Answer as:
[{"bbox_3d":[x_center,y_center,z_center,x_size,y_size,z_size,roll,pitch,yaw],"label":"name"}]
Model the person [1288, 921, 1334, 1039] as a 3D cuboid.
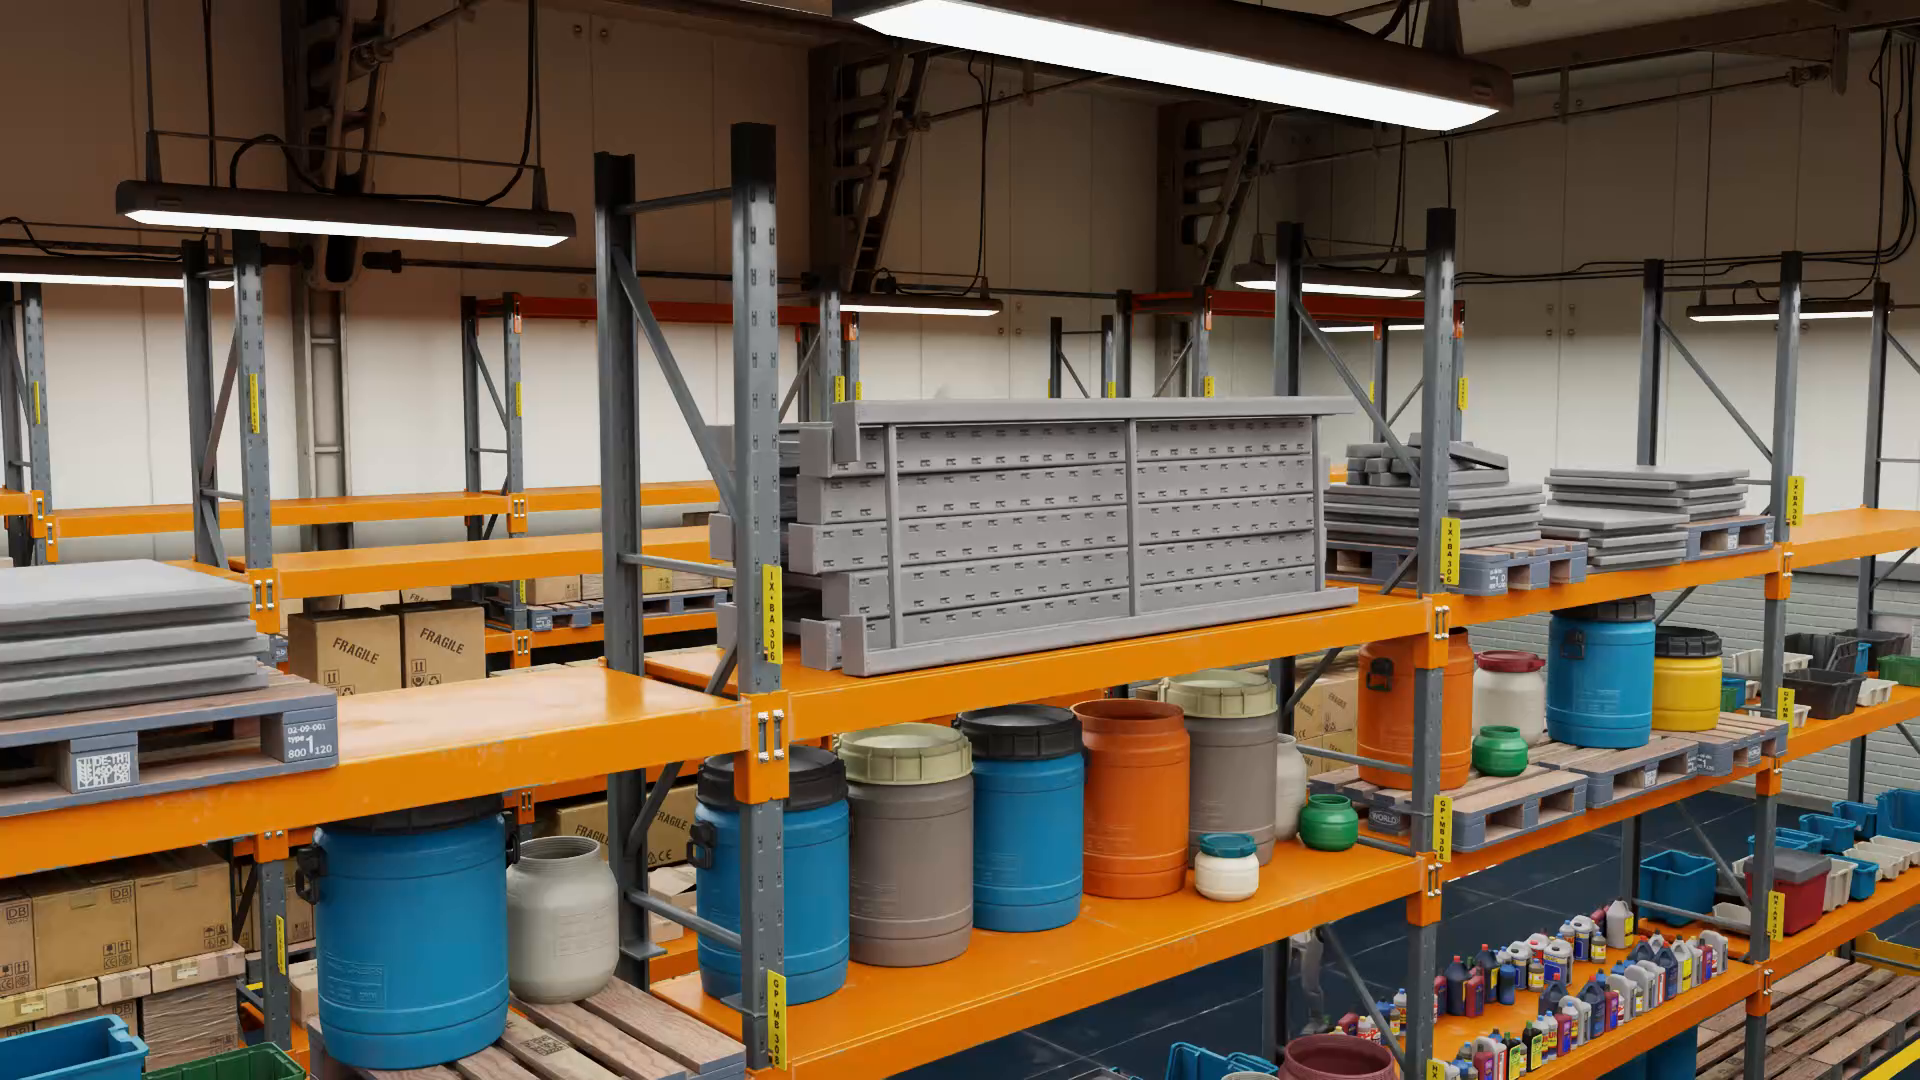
[{"bbox_3d":[2.627,3.120,12.843,0.592,1.753,0.737,4,7,36],"label":"person"}]
